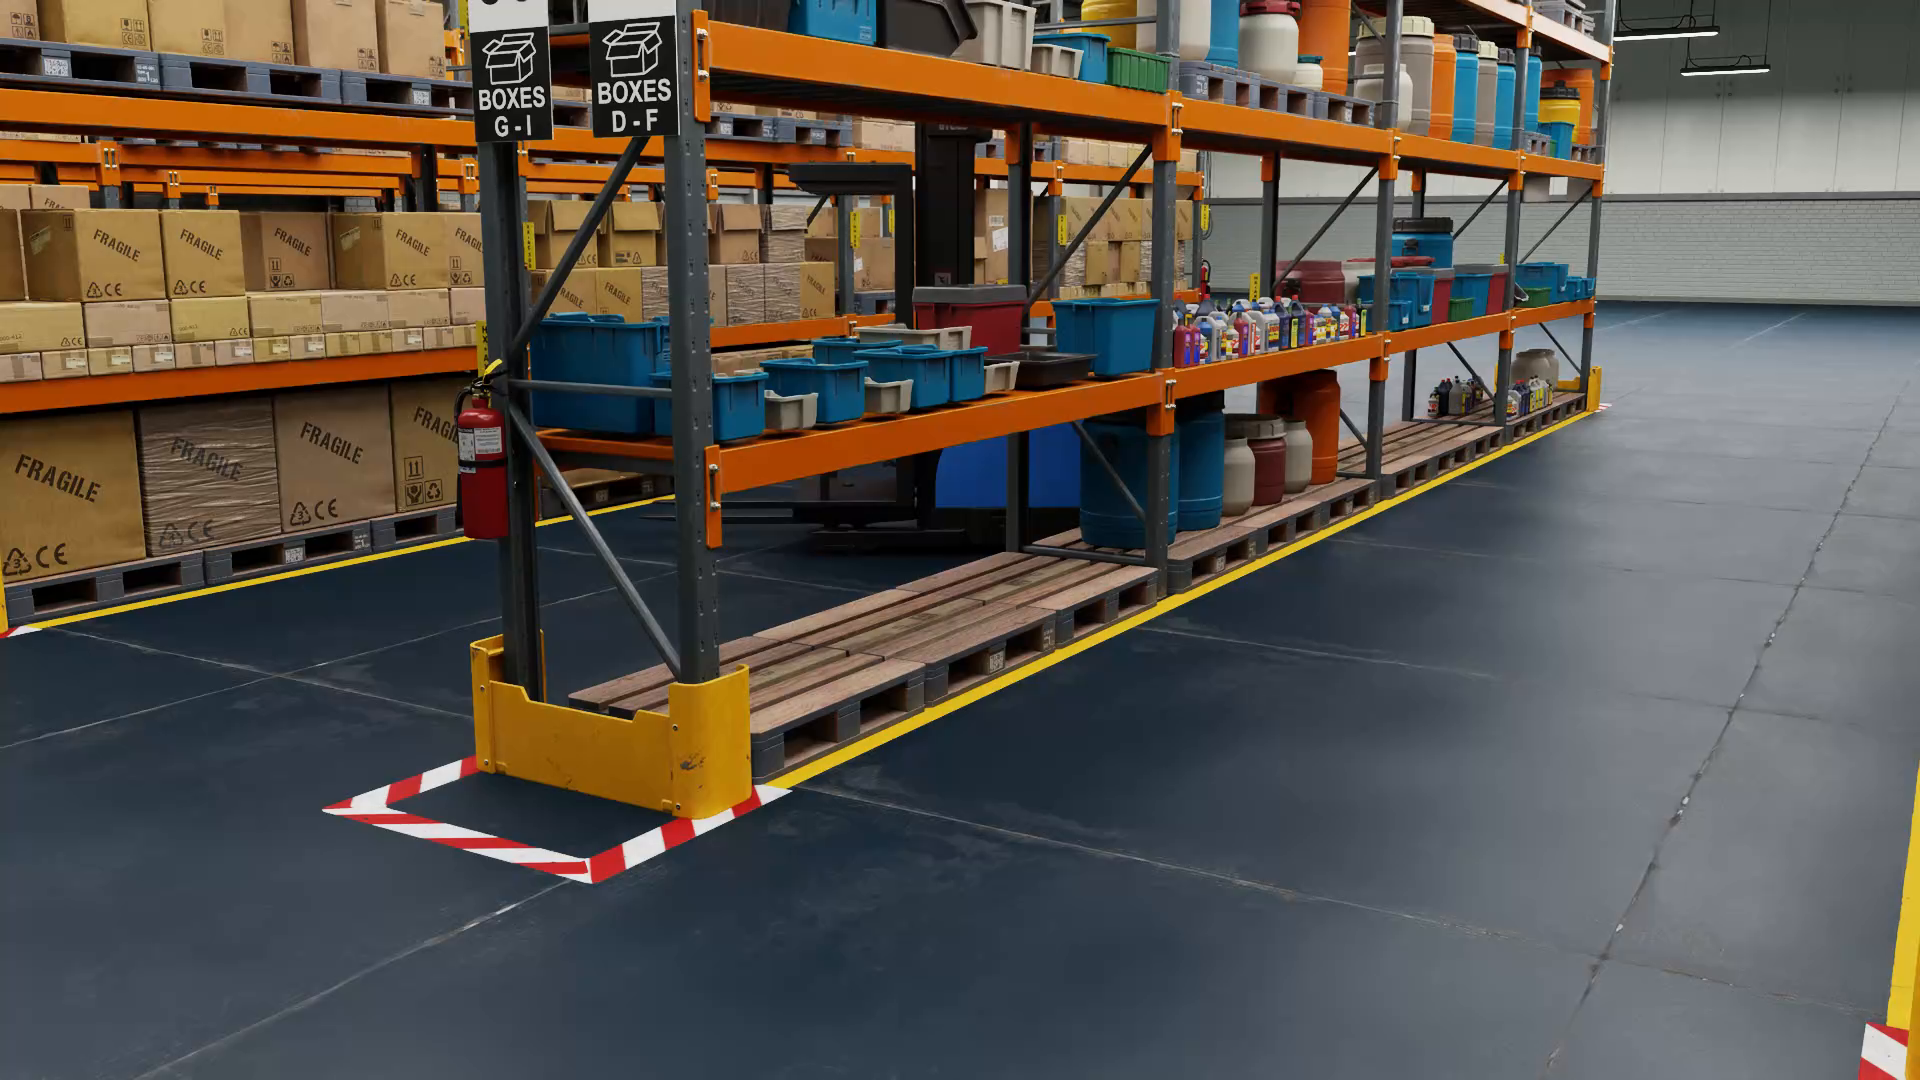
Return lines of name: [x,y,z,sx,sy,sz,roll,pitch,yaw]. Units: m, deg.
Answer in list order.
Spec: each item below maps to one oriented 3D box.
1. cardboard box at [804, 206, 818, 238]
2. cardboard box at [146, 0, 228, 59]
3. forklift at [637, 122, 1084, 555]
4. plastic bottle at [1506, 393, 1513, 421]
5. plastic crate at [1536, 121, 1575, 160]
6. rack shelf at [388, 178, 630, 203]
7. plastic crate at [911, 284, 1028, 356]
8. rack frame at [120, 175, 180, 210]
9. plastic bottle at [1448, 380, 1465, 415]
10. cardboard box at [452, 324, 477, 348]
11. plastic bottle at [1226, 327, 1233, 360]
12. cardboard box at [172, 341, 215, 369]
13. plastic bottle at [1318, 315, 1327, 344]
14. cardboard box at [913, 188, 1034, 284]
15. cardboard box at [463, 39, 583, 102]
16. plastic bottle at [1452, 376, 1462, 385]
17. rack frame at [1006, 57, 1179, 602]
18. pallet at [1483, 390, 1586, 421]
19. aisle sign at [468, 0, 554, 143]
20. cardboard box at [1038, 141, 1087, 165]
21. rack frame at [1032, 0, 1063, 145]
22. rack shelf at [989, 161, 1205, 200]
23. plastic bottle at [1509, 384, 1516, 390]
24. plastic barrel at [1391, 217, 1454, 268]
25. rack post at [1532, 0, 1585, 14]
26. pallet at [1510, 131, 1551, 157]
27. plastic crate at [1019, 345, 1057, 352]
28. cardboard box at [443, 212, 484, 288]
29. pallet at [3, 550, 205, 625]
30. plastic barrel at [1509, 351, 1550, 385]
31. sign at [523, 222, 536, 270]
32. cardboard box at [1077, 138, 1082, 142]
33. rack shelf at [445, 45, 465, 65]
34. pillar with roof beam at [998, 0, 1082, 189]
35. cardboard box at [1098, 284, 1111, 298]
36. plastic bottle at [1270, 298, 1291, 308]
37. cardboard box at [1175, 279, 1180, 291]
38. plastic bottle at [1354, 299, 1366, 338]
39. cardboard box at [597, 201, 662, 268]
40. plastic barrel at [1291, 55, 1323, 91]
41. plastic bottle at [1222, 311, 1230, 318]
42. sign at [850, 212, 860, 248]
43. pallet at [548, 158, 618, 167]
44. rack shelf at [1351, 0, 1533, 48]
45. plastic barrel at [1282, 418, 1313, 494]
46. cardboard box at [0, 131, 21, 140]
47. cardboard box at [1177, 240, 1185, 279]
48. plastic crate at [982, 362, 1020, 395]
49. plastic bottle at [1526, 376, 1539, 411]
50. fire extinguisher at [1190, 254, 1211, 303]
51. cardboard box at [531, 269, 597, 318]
cardboard box: [-2.459,-4.313,22.913,0.875,0.550,0.500,6,12,31]
cardboard box: [-4.730,-3.052,9.685,0.700,0.500,0.500,5,12,27]
forklift: [-0.623,-1.438,11.086,3.031,2.935,1.130,0,11,-1]
plastic bottle: [5.427,-1.321,16.491,0.097,0.271,0.097,0,11,0]
plastic crate: [6.231,-4.204,17.567,0.392,0.384,0.575,6,12,31]
rack shelf: [-6.778,-5.293,25.292,1.077,0.370,4.000,6,12,31]
plastic crate: [0.056,-1.124,8.882,0.402,0.464,0.583,6,12,31]
rack frame: [-9.893,-3.228,20.461,1.000,3.000,0.127,6,12,31]
plastic bottle: [5.098,-1.467,17.054,0.144,0.351,0.185,6,12,31]
cardboard box: [-3.512,-1.409,11.426,0.380,0.149,0.250,7,13,32]
plastic bottle: [1.624,-1.206,10.201,0.097,0.201,0.097,0,11,0]
cardboard box: [-4.578,-1.086,9.700,0.380,0.149,0.250,6,12,30]
plastic bottle: [2.517,-1.477,11.647,0.097,0.201,0.097,0,11,0]
cardboard box: [0.122,-3.300,18.074,1.000,1.000,1.000,6,12,31]
cardboard box: [-3.207,-3.475,12.212,0.700,0.500,0.500,7,13,32]
plastic bottle: [5.242,-1.561,17.560,0.144,0.351,0.185,6,12,30]
rack frame: [0.734,-1.179,9.516,1.000,3.000,0.127,6,12,31]
pallet: [6.538,-1.552,19.086,1.003,0.211,1.213,6,12,31]
aisle sign: [-1.631,-1.845,6.005,0.394,0.787,0.004,6,12,31]
cardboard box: [1.106,-4.358,18.749,0.500,0.250,0.500,6,12,28]
rack frame: [0.654,-5.859,18.212,1.000,3.000,0.127,6,12,31]
rack shelf: [1.692,-4.346,20.234,1.077,0.370,4.000,6,12,31]
plastic bottle: [5.840,-1.509,17.483,0.152,0.276,0.135,6,12,31]
plastic barrel: [4.427,-2.652,16.020,0.600,0.901,0.708,6,12,31]
rack post: [5.984,-5.670,17.408,0.937,0.300,0.954,6,12,30]
pallet: [5.178,-3.942,16.634,1.213,0.211,1.003,6,12,31]
plastic crate: [0.370,-1.020,9.217,0.396,0.136,0.243,6,12,31]
cardboard box: [-3.510,-1.996,11.438,0.500,0.500,0.500,7,13,32]
pallet: [-5.228,0.214,9.651,1.003,0.211,1.213,6,12,31]
plastic barrel: [6.427,-1.860,18.774,0.421,0.512,0.421,0,11,0]
sign: [-3.024,-2.064,11.675,0.100,0.325,0.005,6,12,31]
cardboard box: [1.166,-4.577,18.839,0.380,0.149,0.250,6,12,28]
rack shelf: [-4.571,-5.484,19.251,1.077,0.370,4.000,6,12,31]
pillar with roof beam: [5.024,-11.249,46.999,9.100,9.000,0.548,6,12,31]
cardboard box: [1.556,-2.948,19.646,0.380,0.149,0.250,6,12,31]
plastic bottle: [2.439,-1.696,12.611,0.152,0.276,0.135,6,12,31]
cardboard box: [2.629,-3.312,21.593,0.380,0.149,0.250,6,12,31]
plastic bottle: [2.965,-1.647,12.329,0.061,0.283,0.133,6,12,31]
cardboard box: [-2.809,-2.403,13.053,0.797,0.503,0.637,7,12,31]
plastic barrel: [2.379,-3.238,11.599,0.301,0.262,0.301,0,11,0]
plastic bottle: [1.916,-1.564,12.112,0.097,0.201,0.097,0,11,0]
sign: [-0.947,-2.798,15.017,0.100,0.325,0.005,6,12,31]
pallet: [-4.743,-4.435,19.270,1.003,0.211,1.213,7,13,33]
rack shelf: [3.849,-4.521,14.107,1.077,0.370,4.000,6,12,31]
plastic barrel: [2.354,-0.616,12.127,0.421,0.512,0.421,0,11,0]
cardboard box: [-7.979,-3.362,13.434,0.500,0.250,0.500,6,12,31]
cardboard box: [2.422,-3.651,21.640,0.875,0.500,0.500,6,12,31]
plastic crate: [0.086,-0.776,7.918,0.293,0.136,0.466,6,12,31]
plastic bottle: [5.979,-1.535,17.422,0.144,0.351,0.185,6,12,30]
fire extinguisher: [3.184,-3.476,21.992,0.296,0.674,0.183,6,12,31]
cardboard box: [-3.047,-1.750,12.293,0.500,0.500,0.500,6,12,31]
